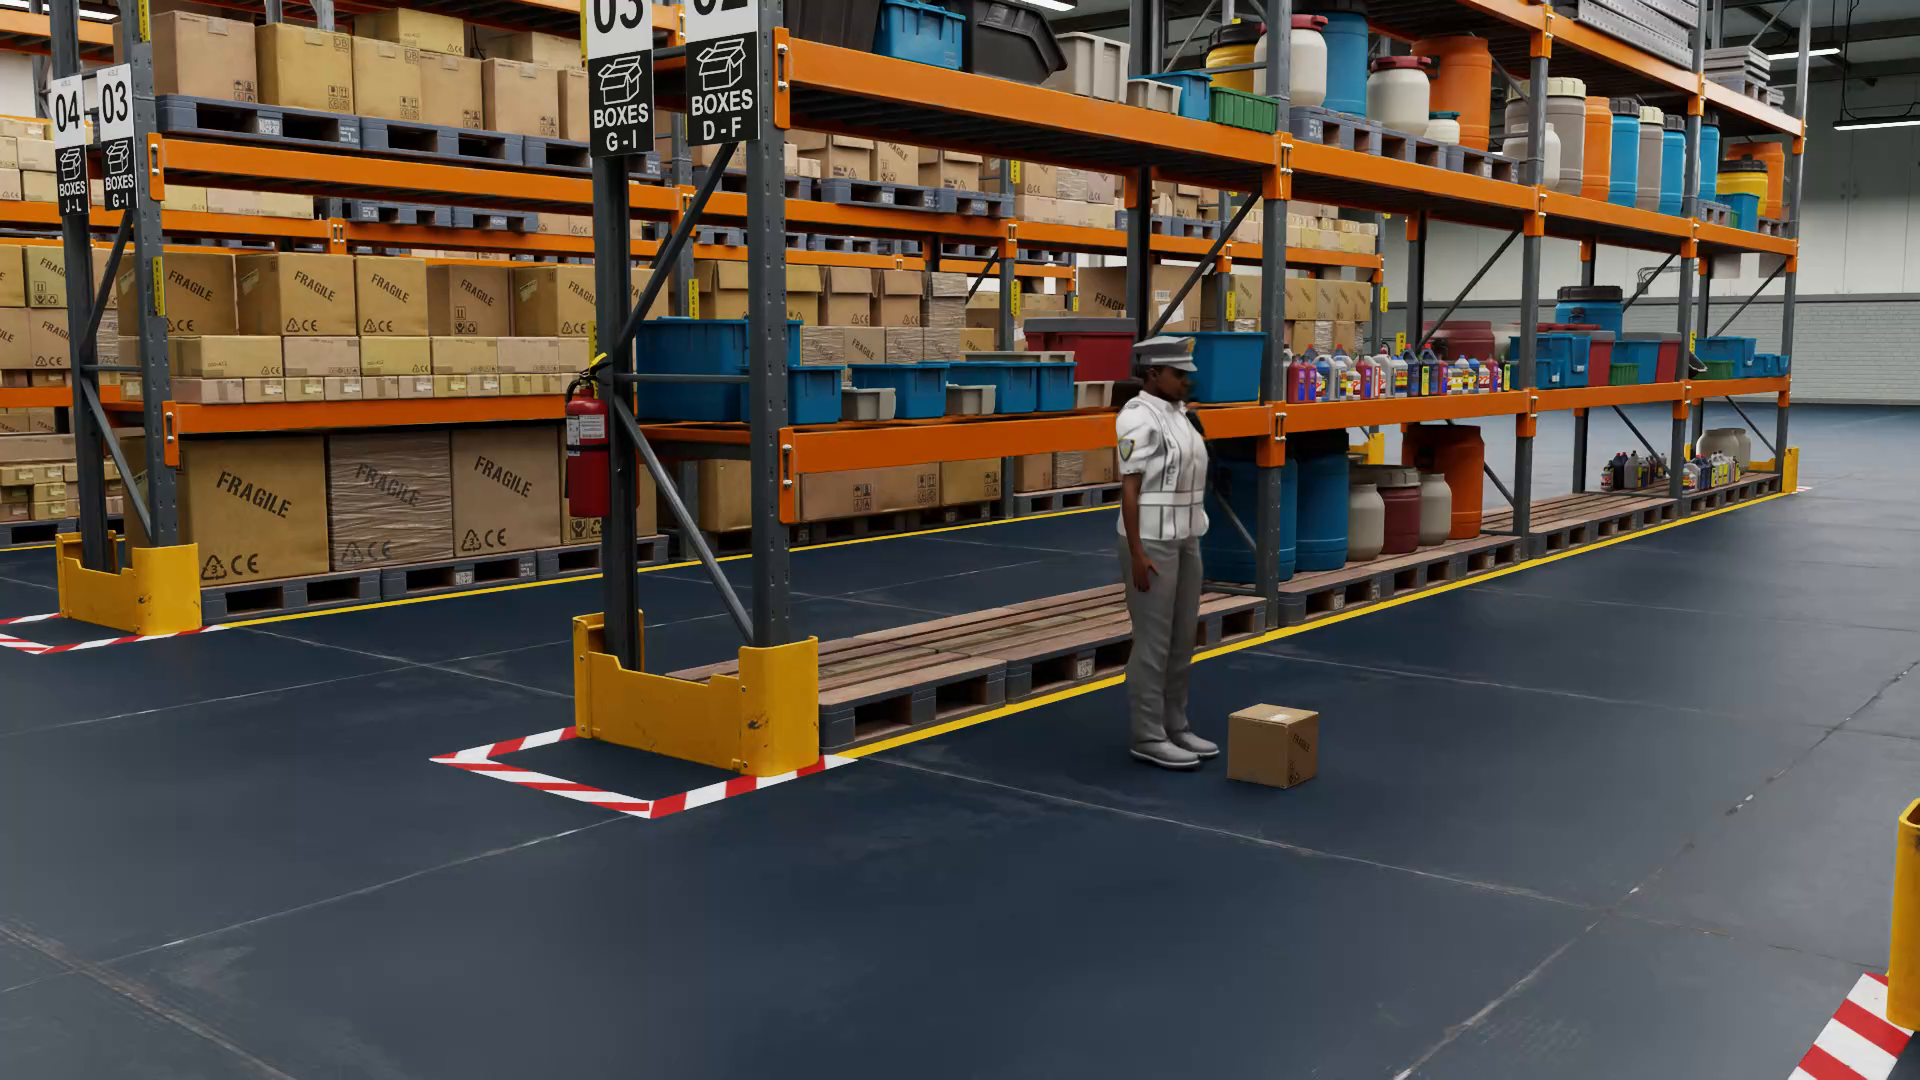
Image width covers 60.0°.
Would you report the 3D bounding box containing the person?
[{"bbox_3d":[0.830,0.038,6.559,0.397,1.677,0.463,5,9,39],"label":"person"}]
